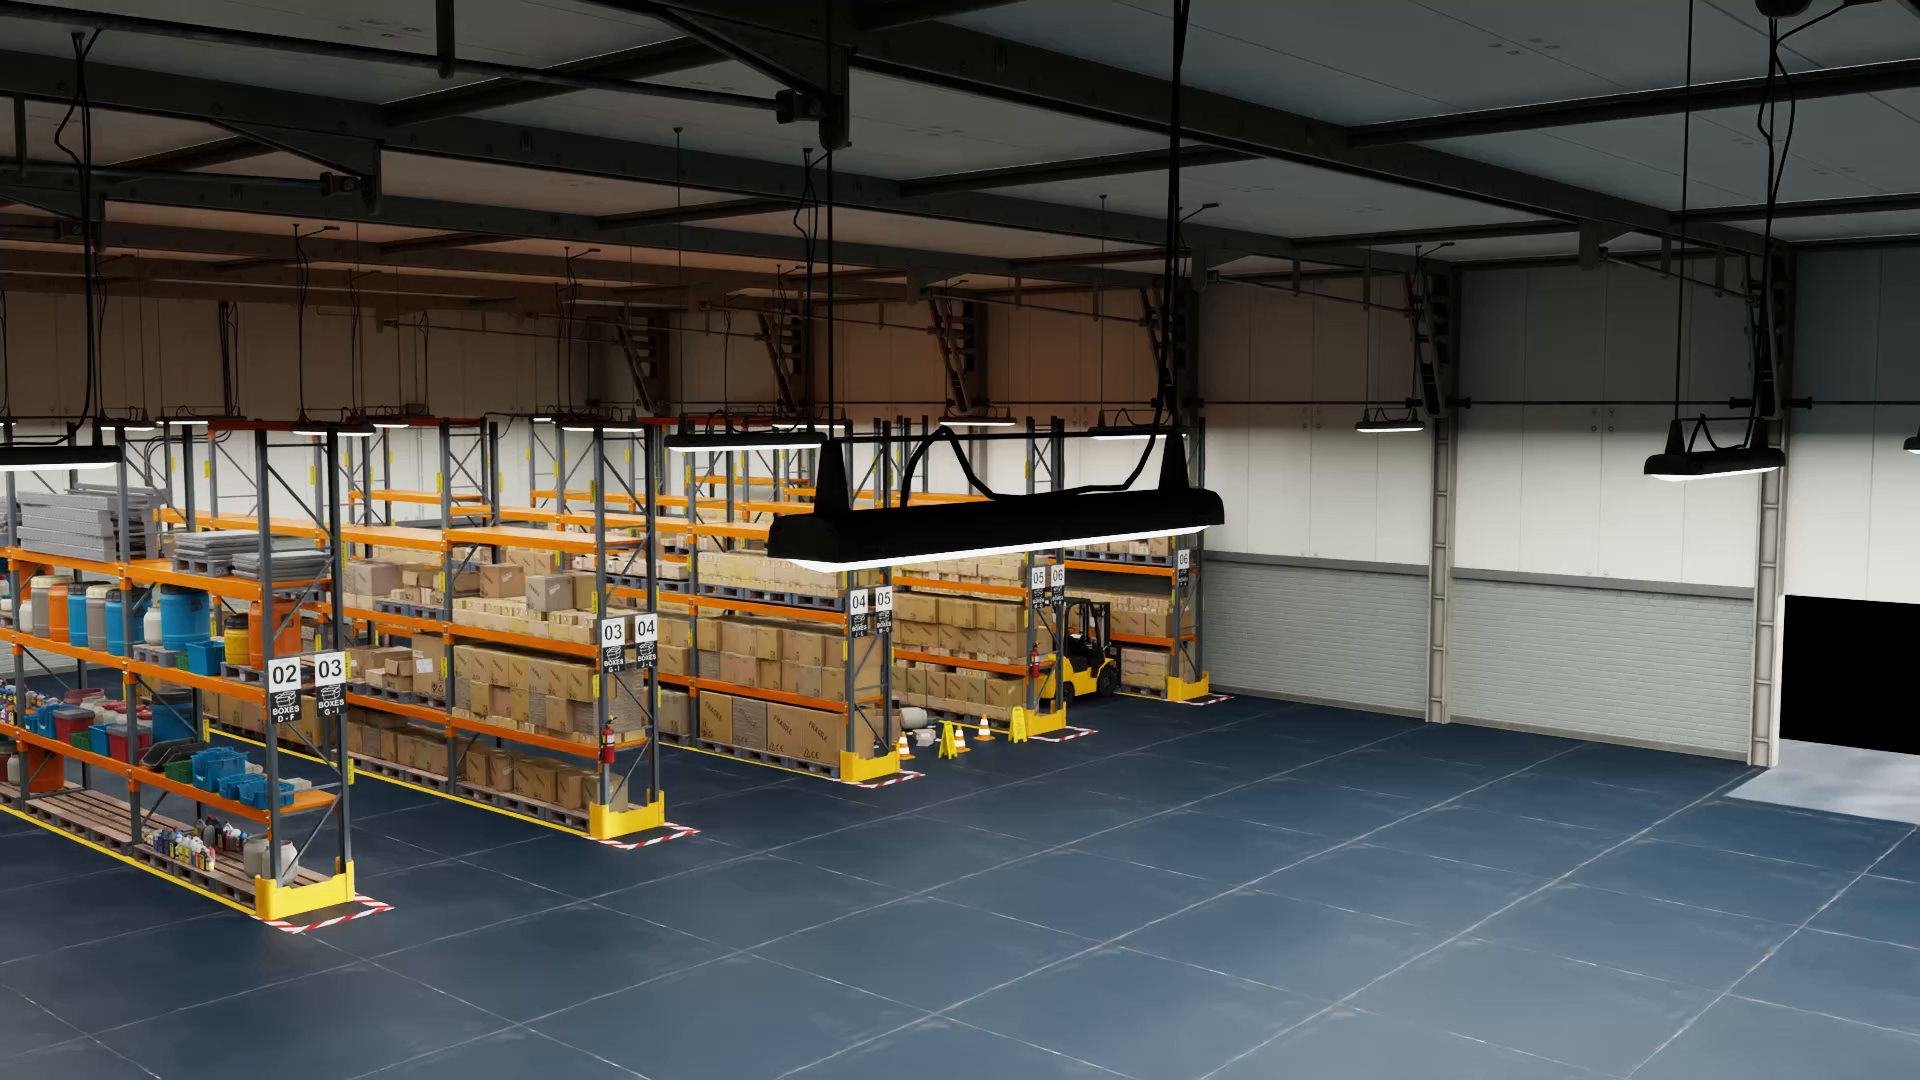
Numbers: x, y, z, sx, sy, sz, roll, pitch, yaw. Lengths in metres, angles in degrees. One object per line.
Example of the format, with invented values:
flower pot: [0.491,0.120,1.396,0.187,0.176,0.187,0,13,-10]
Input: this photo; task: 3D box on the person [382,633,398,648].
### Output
person: [-13.753,2.167,40.216,0.485,1.651,0.828,2,5,22]
